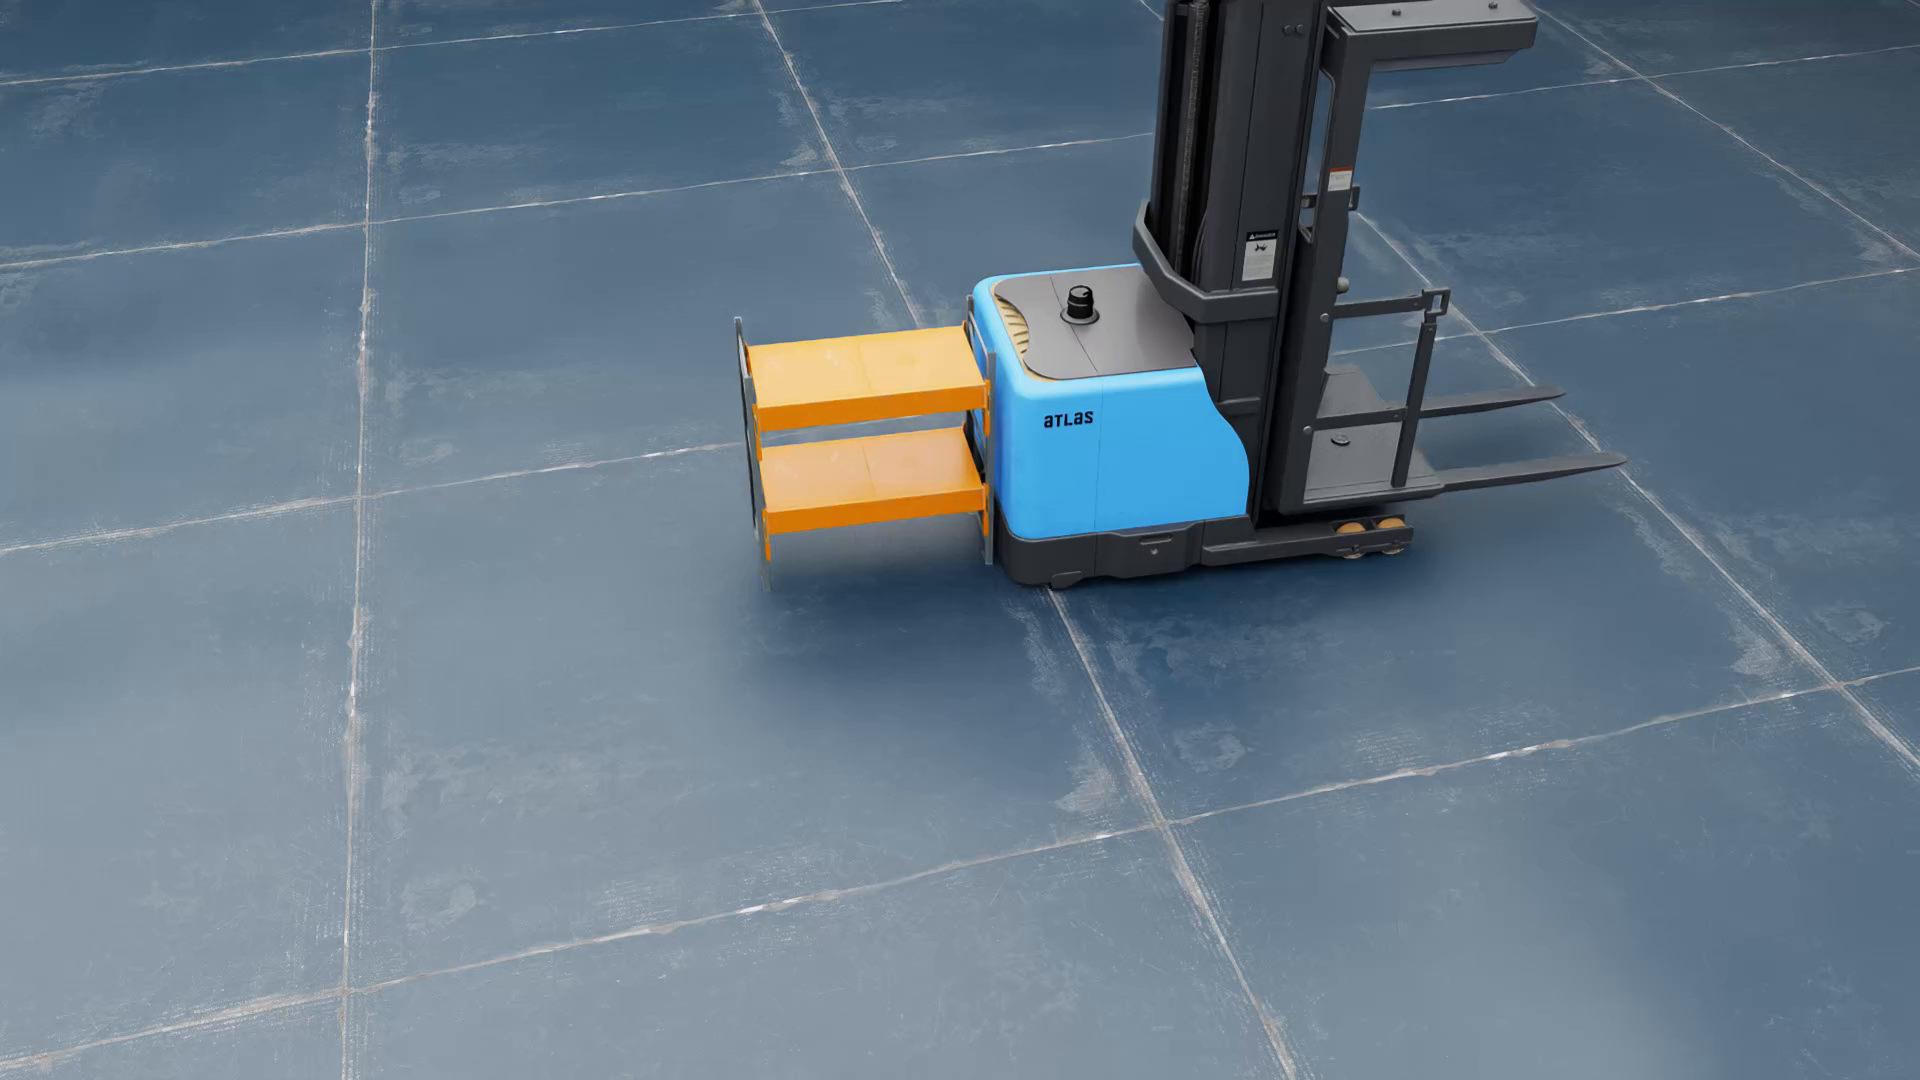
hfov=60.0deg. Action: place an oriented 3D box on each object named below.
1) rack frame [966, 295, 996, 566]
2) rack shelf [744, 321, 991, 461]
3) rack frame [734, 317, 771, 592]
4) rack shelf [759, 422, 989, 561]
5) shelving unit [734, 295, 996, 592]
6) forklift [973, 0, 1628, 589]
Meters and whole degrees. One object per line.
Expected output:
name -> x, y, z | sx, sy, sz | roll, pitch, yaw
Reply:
rack frame -> 0.088, -0.480, 7.452 | 0.032, 1.125, 0.500 | -7, 38, -9
rack shelf -> -0.411, -0.654, 7.197 | 1.000, 0.278, 0.538 | -7, 38, -9
rack frame -> -0.910, -0.363, 7.298 | 0.032, 1.125, 0.500 | -7, 38, -9
rack shelf -> -0.411, -0.227, 7.524 | 1.000, 0.278, 0.538 | -7, 38, -9
shelving unit -> -0.411, -0.421, 7.375 | 1.048, 1.125, 0.538 | -7, 38, -9
forklift -> 1.615, -1.386, 7.150 | 3.031, 2.935, 1.130 | -7, 38, -9
